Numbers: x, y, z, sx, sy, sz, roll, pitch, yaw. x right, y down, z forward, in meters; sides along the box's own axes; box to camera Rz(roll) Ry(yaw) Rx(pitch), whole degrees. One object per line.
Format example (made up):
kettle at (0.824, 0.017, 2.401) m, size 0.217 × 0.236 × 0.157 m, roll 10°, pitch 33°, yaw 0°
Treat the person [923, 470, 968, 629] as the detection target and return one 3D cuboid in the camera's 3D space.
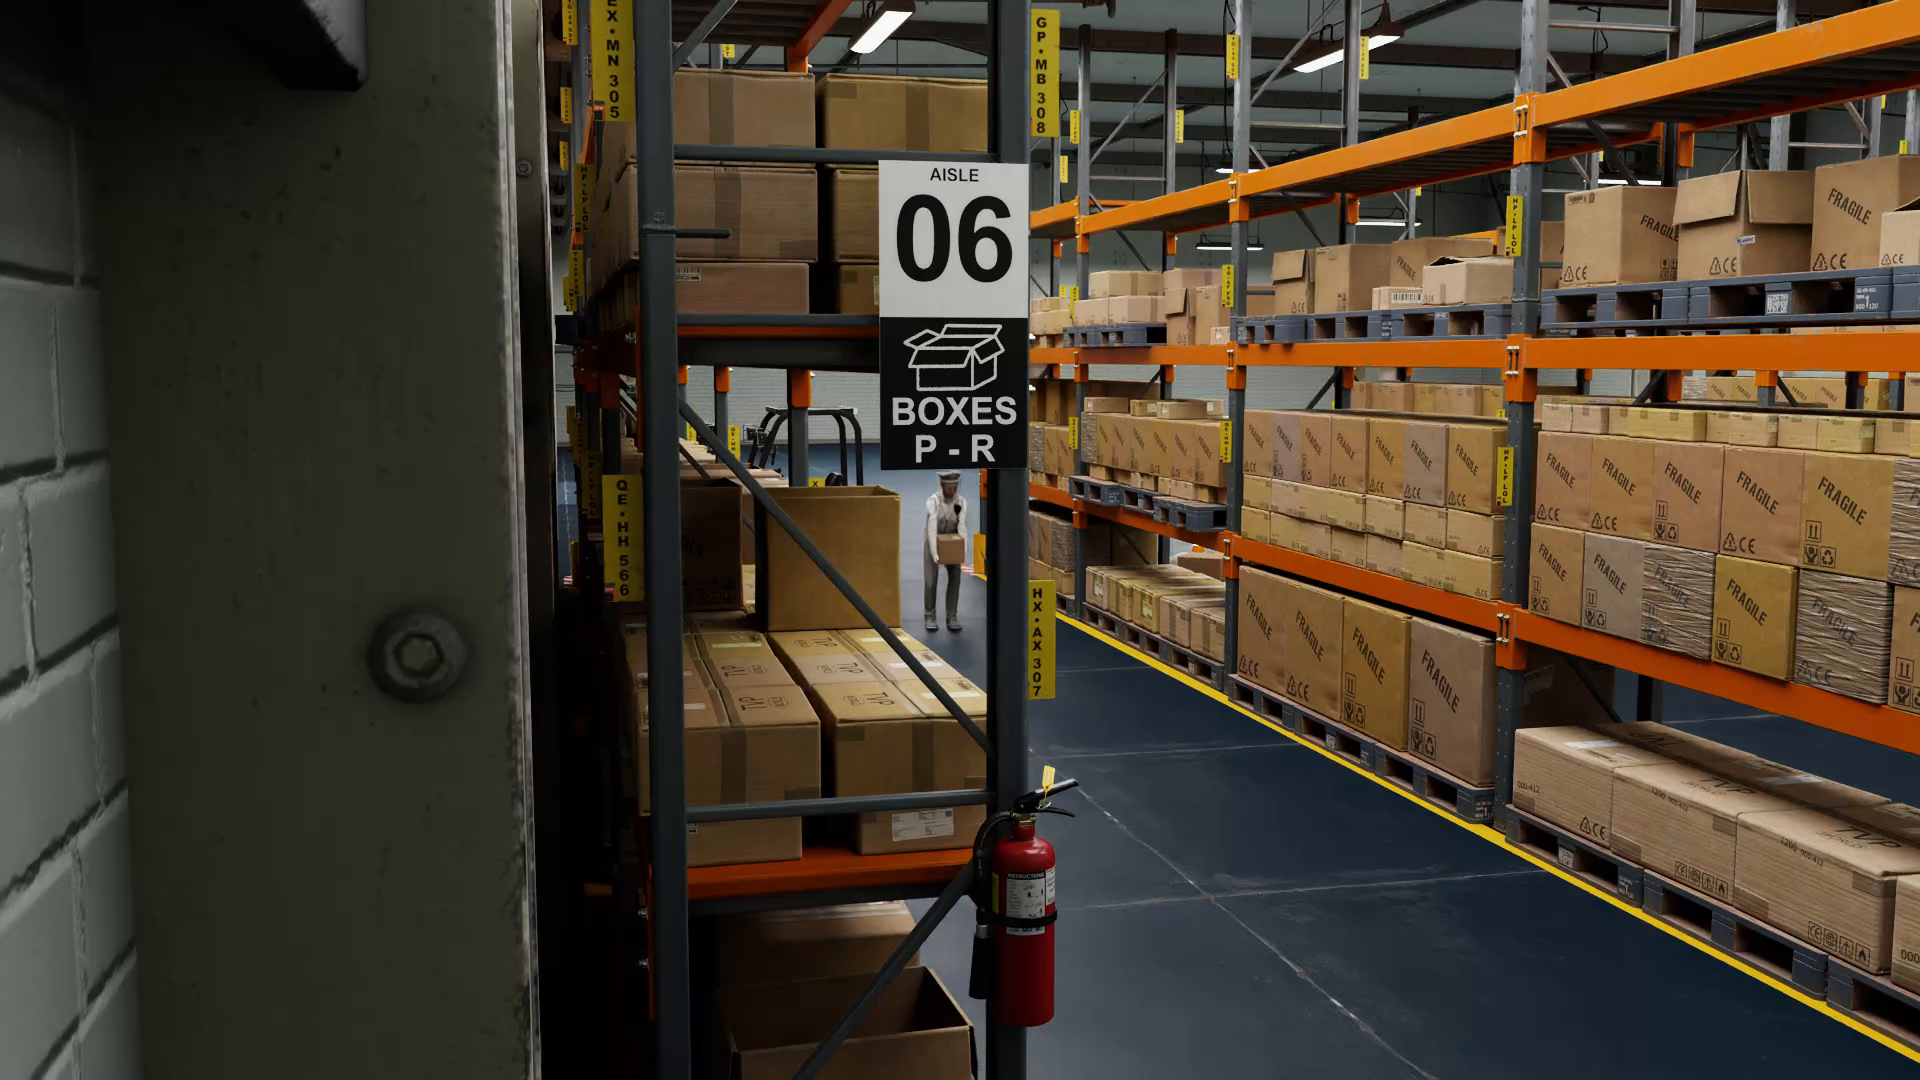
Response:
person at (-0.143, 0.095, 16.622) m, size 0.409 × 1.605 × 0.570 m, roll -2°, pitch 6°, yaw -15°
